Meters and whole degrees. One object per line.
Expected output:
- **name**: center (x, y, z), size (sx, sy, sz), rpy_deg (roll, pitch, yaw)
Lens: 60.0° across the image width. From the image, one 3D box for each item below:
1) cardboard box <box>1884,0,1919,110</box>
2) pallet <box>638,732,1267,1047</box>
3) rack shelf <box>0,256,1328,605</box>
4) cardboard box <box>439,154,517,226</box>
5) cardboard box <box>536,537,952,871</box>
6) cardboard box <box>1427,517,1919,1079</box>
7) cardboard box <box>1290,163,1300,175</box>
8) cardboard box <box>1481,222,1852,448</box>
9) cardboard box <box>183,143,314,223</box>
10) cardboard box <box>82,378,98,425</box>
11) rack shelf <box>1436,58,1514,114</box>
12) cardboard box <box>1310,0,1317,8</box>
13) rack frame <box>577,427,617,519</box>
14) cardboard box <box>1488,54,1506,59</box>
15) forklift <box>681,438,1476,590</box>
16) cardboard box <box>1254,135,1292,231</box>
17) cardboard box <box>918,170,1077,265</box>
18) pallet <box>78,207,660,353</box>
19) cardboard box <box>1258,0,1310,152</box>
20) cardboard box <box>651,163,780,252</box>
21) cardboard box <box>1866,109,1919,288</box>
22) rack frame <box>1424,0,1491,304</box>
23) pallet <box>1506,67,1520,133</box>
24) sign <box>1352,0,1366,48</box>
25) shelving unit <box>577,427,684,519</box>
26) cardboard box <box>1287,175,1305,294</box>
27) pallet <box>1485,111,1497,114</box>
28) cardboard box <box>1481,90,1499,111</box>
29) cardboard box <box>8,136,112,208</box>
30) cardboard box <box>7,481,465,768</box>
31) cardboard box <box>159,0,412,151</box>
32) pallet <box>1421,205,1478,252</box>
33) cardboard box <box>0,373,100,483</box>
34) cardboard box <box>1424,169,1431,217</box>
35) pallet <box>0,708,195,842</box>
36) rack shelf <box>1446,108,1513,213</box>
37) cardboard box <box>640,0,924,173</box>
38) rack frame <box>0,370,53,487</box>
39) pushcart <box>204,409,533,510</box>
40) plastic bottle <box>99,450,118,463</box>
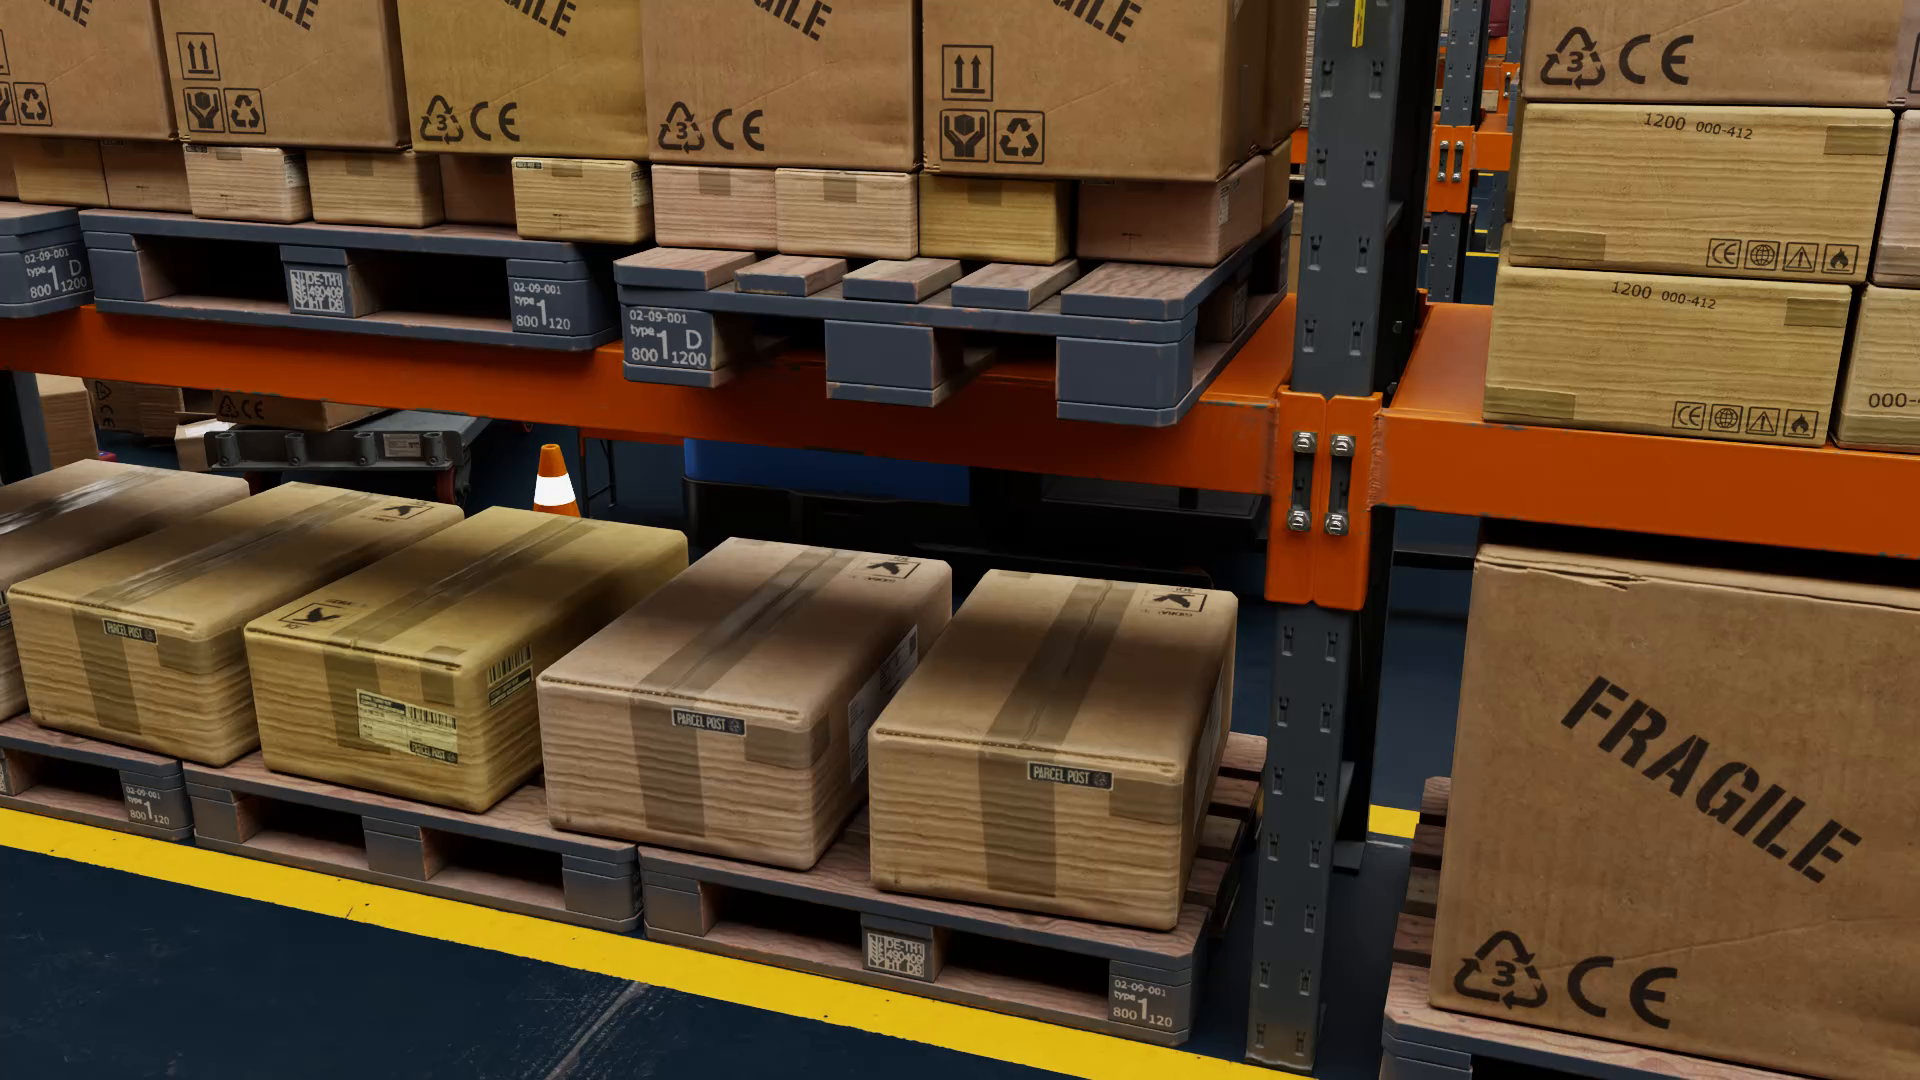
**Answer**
- **cardboard box**: center (1.628, -0.900, 2.430), size (0.500, 0.500, 0.500), rpy_deg (7, 20, 18)
- **pallet**: center (0.033, 0.671, 3.829), size (1.213, 0.211, 1.003), rpy_deg (7, 20, 18)
- **rack shelf**: center (-1.119, -0.437, 3.865), size (4.000, 0.370, 1.077), rpy_deg (7, 20, 18)
- **cardboard box**: center (-0.842, -0.743, 3.396), size (0.250, 0.149, 0.380), rpy_deg (7, 20, 18)
- **cardboard box**: center (-0.459, 0.341, 3.896), size (0.625, 0.372, 0.950), rpy_deg (6, 20, 17)
- **cardboard box**: center (1.396, 0.345, 3.119), size (0.875, 0.875, 0.875), rpy_deg (6, 20, 18)
- **cardboard box**: center (2.317, -2.850, 12.825), size (0.500, 0.500, 0.700), rpy_deg (8, 21, 23)
- **cardboard box**: center (1.150, -0.358, 2.775), size (0.500, 0.250, 0.500), rpy_deg (6, 20, 17)
- **cardboard box**: center (-1.367, -0.765, 3.457), size (0.250, 0.149, 0.380), rpy_deg (7, 21, 20)
- **cardboard box**: center (-4.296, -0.843, 7.731), size (0.637, 0.503, 0.797), rpy_deg (-7, 20, -20)
- **rack shelf**: center (2.134, -3.518, 12.704), size (4.000, 0.370, 1.077), rpy_deg (7, 20, 18)
- **cardboard box**: center (1.879, -2.681, 7.540), size (0.500, 0.500, 0.700), rpy_deg (6, 20, 18)
- **rack frame**: center (-1.376, -0.669, 6.173), size (0.015, 1.200, 0.240), rpy_deg (6, 20, 16)
- **cardboard box**: center (8.202, -7.351, 25.737), size (0.500, 0.500, 0.700), rpy_deg (7, 20, 19)
- **forklift**: center (0.605, -1.327, 5.431), size (3.031, 2.935, 1.130), rpy_deg (5, 20, 15)
- **cardboard box**: center (0.525, -0.733, 3.366), size (0.250, 0.149, 0.380), rpy_deg (5, 20, 15)
- **cardboard box**: center (0.107, -0.609, 3.009), size (0.250, 0.149, 0.380), rpy_deg (7, 20, 19)
- **pallet**: center (-1.113, -0.671, 3.735), size (1.213, 0.211, 1.003), rpy_deg (7, 20, 18)
- **cardboard box**: center (0.422, -1.067, 3.338), size (0.500, 0.500, 0.500), rpy_deg (6, 20, 17)
- **cardboard box**: center (-0.381, -0.652, 3.132), size (0.250, 0.149, 0.380), rpy_deg (6, 20, 15)
- **cardboard box**: center (1.656, -0.538, 2.531), size (0.500, 0.250, 0.500), rpy_deg (7, 20, 19)
- **rack frame**: center (2.300, -2.110, 7.573), size (0.127, 3.000, 1.000), rpy_deg (7, 20, 18)
- **pallet**: center (3.008, -1.976, 7.479), size (1.003, 0.211, 1.213), rpy_deg (7, 20, 18)
- **sign**: center (0.601, -0.900, 2.462), size (0.005, 0.325, 0.100), rpy_deg (7, 20, 18)
- **shelving unit**: center (-1.142, -0.646, 6.107), size (0.503, 1.200, 0.258), rpy_deg (6, 20, 16)
- **cardboard box**: center (1.754, -1.340, 8.144), size (0.750, 0.750, 1.050), rpy_deg (6, 20, 17)
- **pallet**: center (6.512, -5.506, 21.550), size (1.213, 0.211, 1.003), rpy_deg (7, 20, 18)
- **cardboard box**: center (6.700, -5.602, 21.130), size (0.500, 0.250, 0.500), rpy_deg (7, 20, 19)
- **cardboard box**: center (-1.834, -0.837, 3.663), size (0.250, 0.149, 0.380), rpy_deg (7, 20, 19)
- **cardboard box**: center (-1.831, 0.183, 4.350), size (0.625, 0.372, 0.950), rpy_deg (8, 21, 21)
- **cardboard box**: center (-1.234, -1.075, 3.361), size (0.500, 0.500, 0.500), rpy_deg (6, 20, 16)
- **pallet**: center (3.285, -2.410, 12.669), size (1.213, 0.211, 1.003), rpy_deg (7, 20, 18)
- **cardboard box**: center (-3.573, -0.352, 6.323), size (0.500, 0.500, 0.500), rpy_deg (-11, 22, -29)
- **cardboard box**: center (3.383, -2.735, 12.495), size (0.500, 0.500, 0.700), rpy_deg (5, 20, 15)
- **pallet**: center (-2.272, 0.408, 4.585), size (1.213, 0.211, 1.003), rpy_deg (7, 20, 18)
- **rack shelf**: center (4.189, -1.555, 7.072), size (4.000, 0.370, 1.077), rpy_deg (7, 20, 18)
- **cardboard box**: center (-0.242, -0.961, 3.036), size (0.500, 0.500, 0.500), rpy_deg (6, 20, 17)
- **rack frame**: center (-3.008, -0.992, 4.366), size (0.127, 3.000, 1.000), rpy_deg (7, 20, 18)
- **pushcart**: center (-2.307, -0.469, 6.847), size (0.936, 0.377, 1.648), rpy_deg (0, 19, -1)
- **plastic bottle**: center (-3.611, -0.327, 6.923), size (0.283, 0.061, 0.133), rpy_deg (10, 22, 27)
